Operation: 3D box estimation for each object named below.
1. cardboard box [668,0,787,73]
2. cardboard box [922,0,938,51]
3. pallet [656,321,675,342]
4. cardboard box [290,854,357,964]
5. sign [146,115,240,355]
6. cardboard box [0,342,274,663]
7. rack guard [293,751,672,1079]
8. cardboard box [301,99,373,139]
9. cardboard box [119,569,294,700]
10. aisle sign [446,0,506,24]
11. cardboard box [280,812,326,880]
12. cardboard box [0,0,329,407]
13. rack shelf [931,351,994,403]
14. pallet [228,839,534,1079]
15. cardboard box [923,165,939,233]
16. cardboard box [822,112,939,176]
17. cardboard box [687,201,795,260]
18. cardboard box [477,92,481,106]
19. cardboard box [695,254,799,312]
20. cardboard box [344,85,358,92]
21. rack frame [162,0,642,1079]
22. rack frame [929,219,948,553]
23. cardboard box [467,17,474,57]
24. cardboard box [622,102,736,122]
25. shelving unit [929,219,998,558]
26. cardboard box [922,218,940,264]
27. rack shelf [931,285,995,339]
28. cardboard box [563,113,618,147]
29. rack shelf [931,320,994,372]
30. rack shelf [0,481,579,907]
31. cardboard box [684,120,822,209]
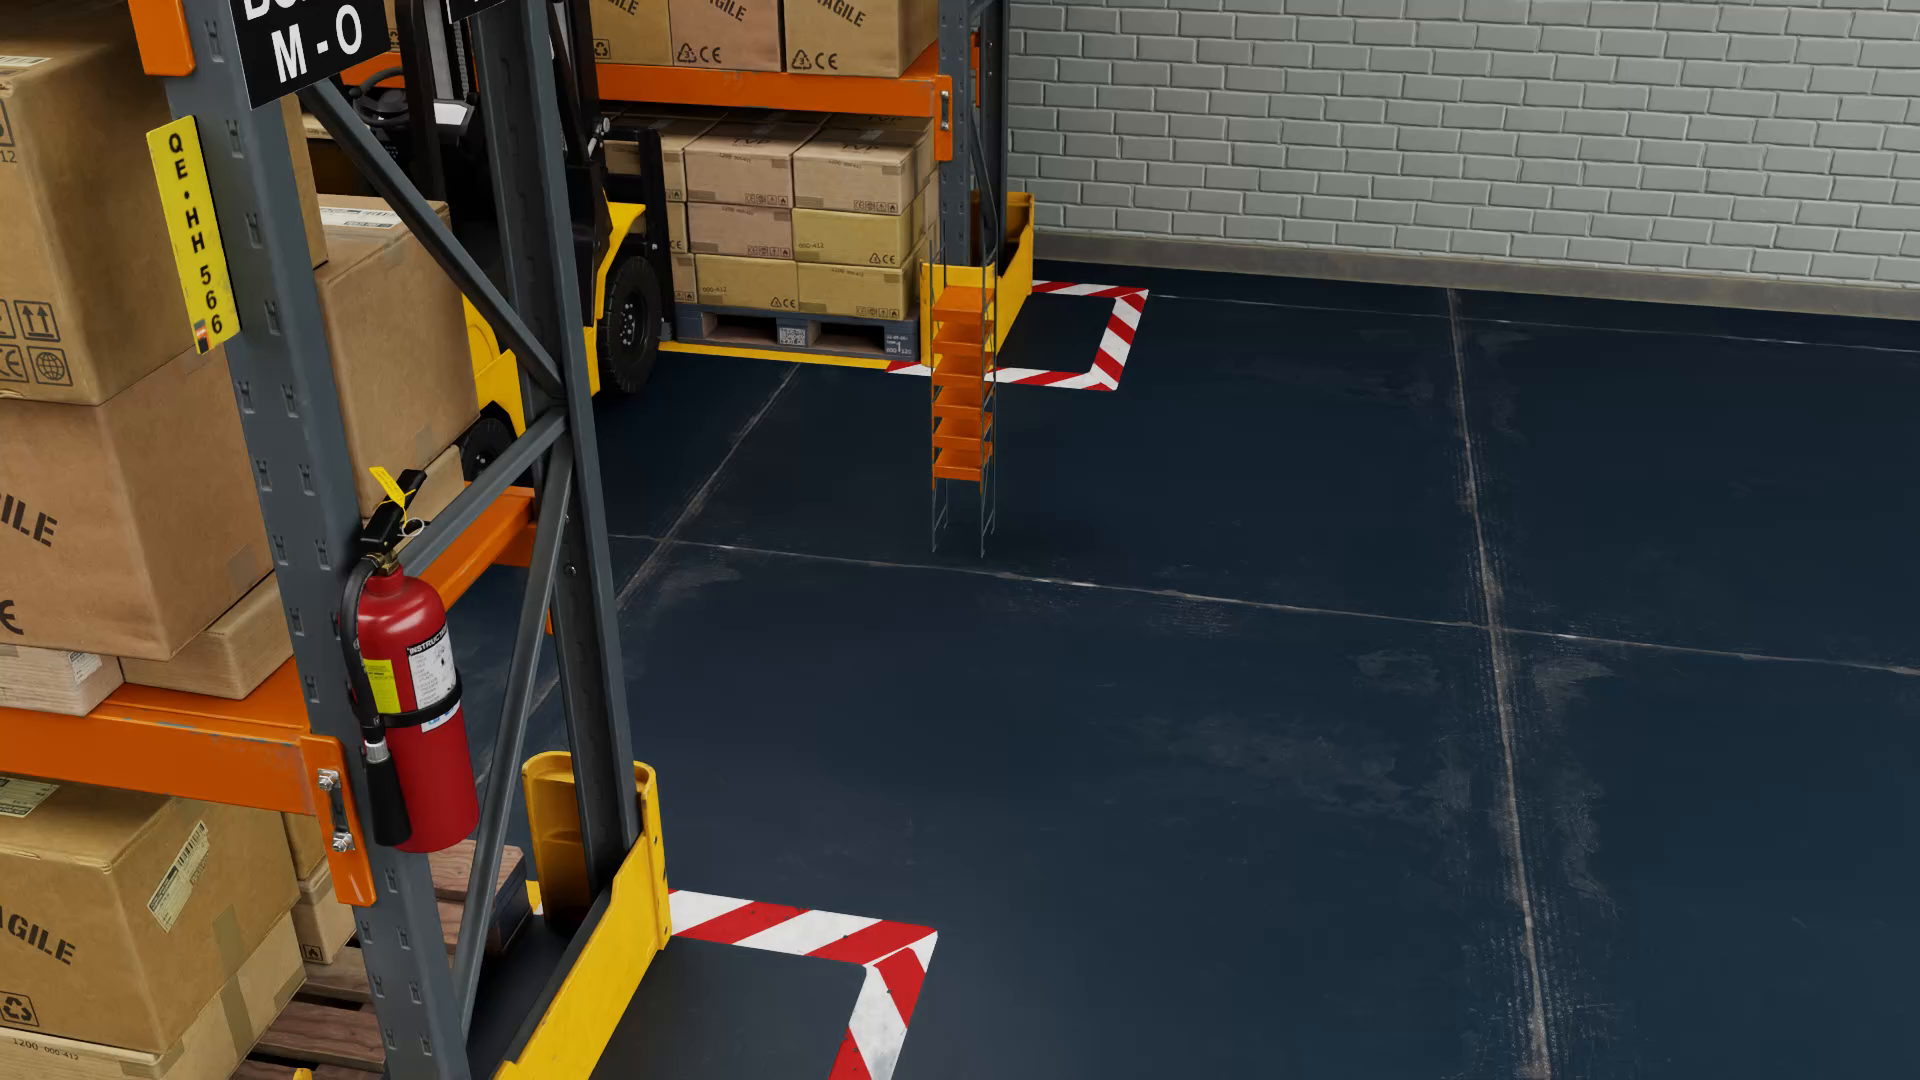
[{"bbox_3d":[-0.970,-2.404,7.414,0.500,0.500,0.500,7,29,12],"label":"cardboard box"},{"bbox_3d":[-0.355,-2.602,7.775,0.500,0.500,0.500,7,29,12],"label":"cardboard box"},{"bbox_3d":[-1.874,-1.335,8.469,1.213,0.211,1.003,6,29,11],"label":"pallet"},{"bbox_3d":[-1.692,0.764,4.156,0.500,0.250,0.500,6,29,10],"label":"cardboard box"},{"bbox_3d":[-1.097,-0.435,2.385,0.005,0.325,0.100,6,29,11],"label":"sign"},{"bbox_3d":[-1.549,-0.146,2.979,0.500,0.500,0.500,5,29,10],"label":"cardboard box"},{"bbox_3d":[-1.035,1.042,3.826,0.348,0.500,1.175,6,29,11],"label":"rack guard"},{"bbox_3d":[-2.934,-1.944,8.062,0.500,0.250,0.500,6,29,11],"label":"cardboard box"},{"bbox_3d":[-1.371,0.126,3.157,0.250,0.149,0.380,7,29,12],"label":"cardboard box"},{"bbox_3d":[-0.836,-1.326,2.842,0.004,0.787,0.394,6,29,11],"label":"aisle sign"},{"bbox_3d":[-1.716,0.433,3.980,0.500,0.500,0.500,5,29,9],"label":"cardboard box"},{"bbox_3d":[-1.506,-0.608,2.782,0.500,0.500,0.700,5,29,9],"label":"cardboard box"},{"bbox_3d":[0.014,-0.591,5.923,0.180,0.103,0.258,6,29,11],"label":"rack shelf"},{"bbox_3d":[-1.822,1.071,4.074,1.213,0.211,1.003,6,29,11],"label":"pallet"},{"bbox_3d":[-0.345,-1.720,8.174,0.500,0.250,0.500,6,29,11],"label":"cardboard box"},{"bbox_3d":[-0.359,-1.932,8.040,0.500,0.250,0.500,5,29,10],"label":"cardboard box"},{"bbox_3d":[-0.958,-1.533,7.832,0.500,0.250,0.500,6,29,10],"label":"cardboard box"},{"bbox_3d":[-2.328,-2.137,8.414,0.500,0.250,0.500,6,29,11],"label":"cardboard box"},{"bbox_3d":[-0.938,-1.309,7.944,0.500,0.250,0.500,6,29,11],"label":"cardboard box"},{"bbox_3d":[-3.318,-2.237,8.598,0.500,0.250,0.500,6,29,12],"label":"cardboard box"},{"bbox_3d":[-0.961,-0.047,3.212,0.127,3.000,1.000,6,29,11],"label":"rack frame"},{"bbox_3d":[-0.075,-0.534,5.976,0.006,1.200,0.240,6,29,11],"label":"rack frame"},{"bbox_3d":[-1.965,-2.501,7.590,0.500,0.500,0.500,6,29,11],"label":"cardboard box"},{"bbox_3d":[-1.335,-2.035,8.229,0.500,0.250,0.500,6,29,10],"label":"cardboard box"},{"bbox_3d":[0.014,-0.525,5.959,0.189,1.200,0.258,6,29,11],"label":"shelving unit"},{"bbox_3d":[-0.368,-1.497,8.287,0.500,0.250,0.500,6,29,11],"label":"cardboard box"},{"bbox_3d":[0.014,-0.802,5.808,0.180,0.103,0.258,6,29,11],"label":"rack shelf"},{"bbox_3d":[-1.934,-1.843,7.878,0.500,0.250,0.500,5,29,10],"label":"cardboard box"},{"bbox_3d":[0.014,-0.696,5.865,0.180,0.103,0.258,6,29,11],"label":"rack shelf"},{"bbox_3d":[-2.917,0.068,3.751,4.000,0.370,1.077,6,29,11],"label":"rack shelf"},{"bbox_3d":[-0.944,-1.743,7.695,0.500,0.250,0.500,6,29,11],"label":"cardboard box"}]
